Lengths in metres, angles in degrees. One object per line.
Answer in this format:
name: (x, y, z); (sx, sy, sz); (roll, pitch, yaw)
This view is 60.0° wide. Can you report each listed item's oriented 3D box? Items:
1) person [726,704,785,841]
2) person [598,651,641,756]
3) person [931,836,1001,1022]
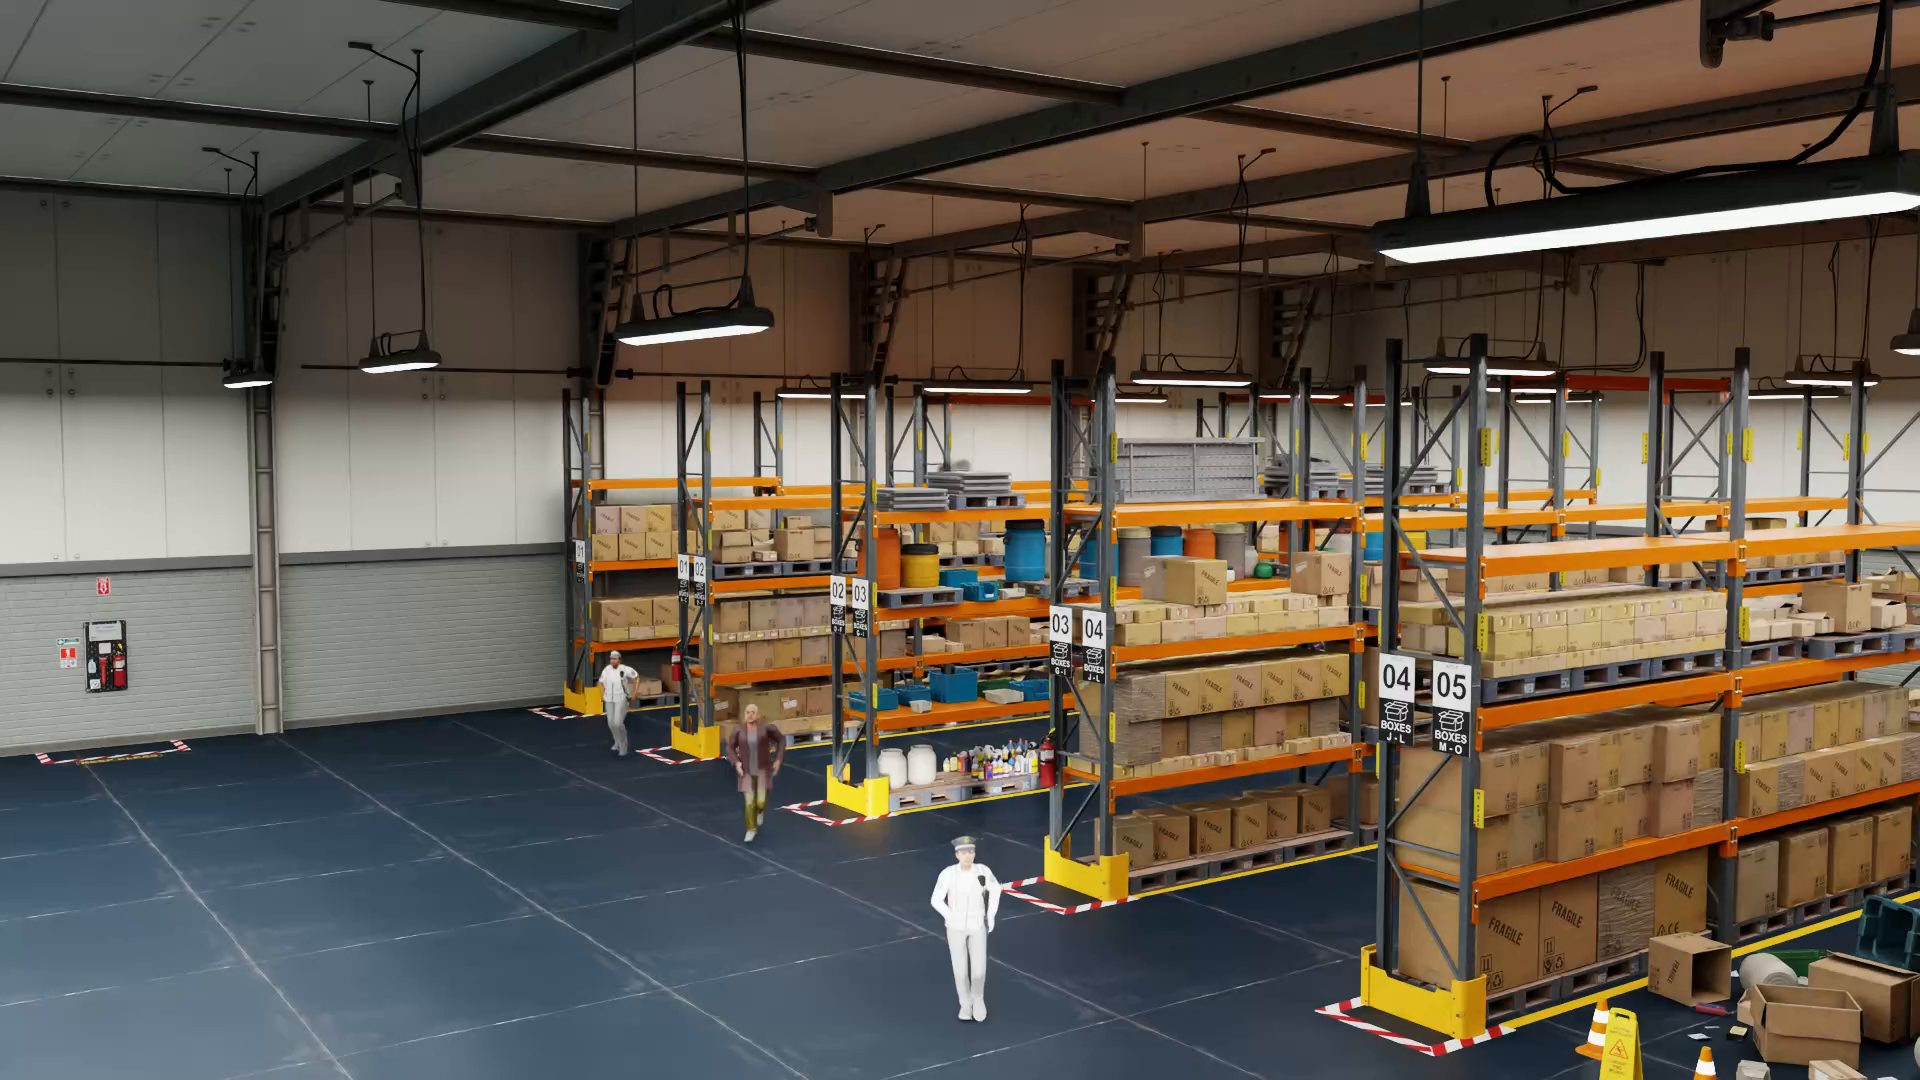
person: (-2.606, 2.950, 21.145); (0.746, 1.744, 0.702); (0, 4, -2)
person: (-5.518, 2.637, 26.785); (0.633, 1.721, 0.707); (1, 4, 12)
person: (0.056, 3.392, 14.501); (0.619, 1.662, 0.600); (0, 4, 0)
